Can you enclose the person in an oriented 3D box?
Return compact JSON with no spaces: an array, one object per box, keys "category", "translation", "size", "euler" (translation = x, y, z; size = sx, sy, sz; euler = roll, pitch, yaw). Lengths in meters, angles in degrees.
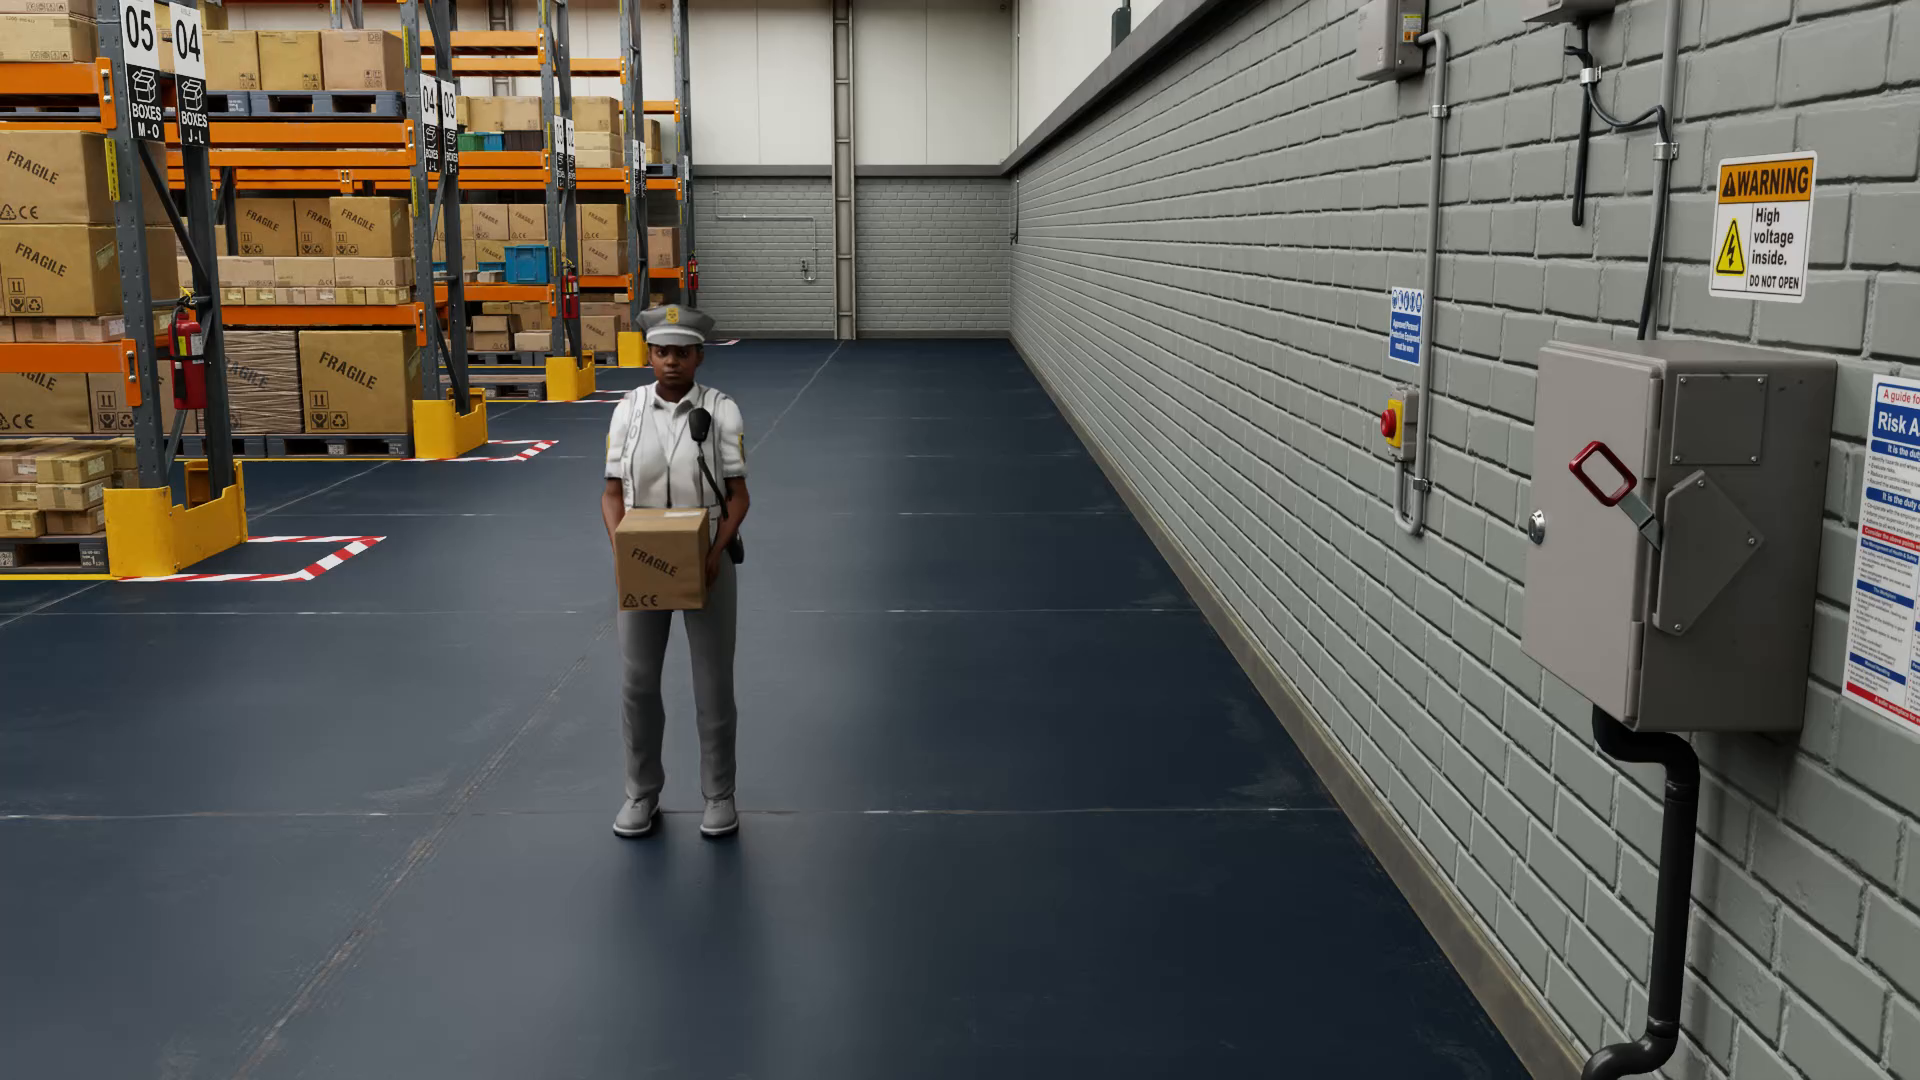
[{"category":"person","translation":[-0.901,0.104,5.270],"size":[0.472,1.691,0.488],"euler":[0,10,-2]}]
